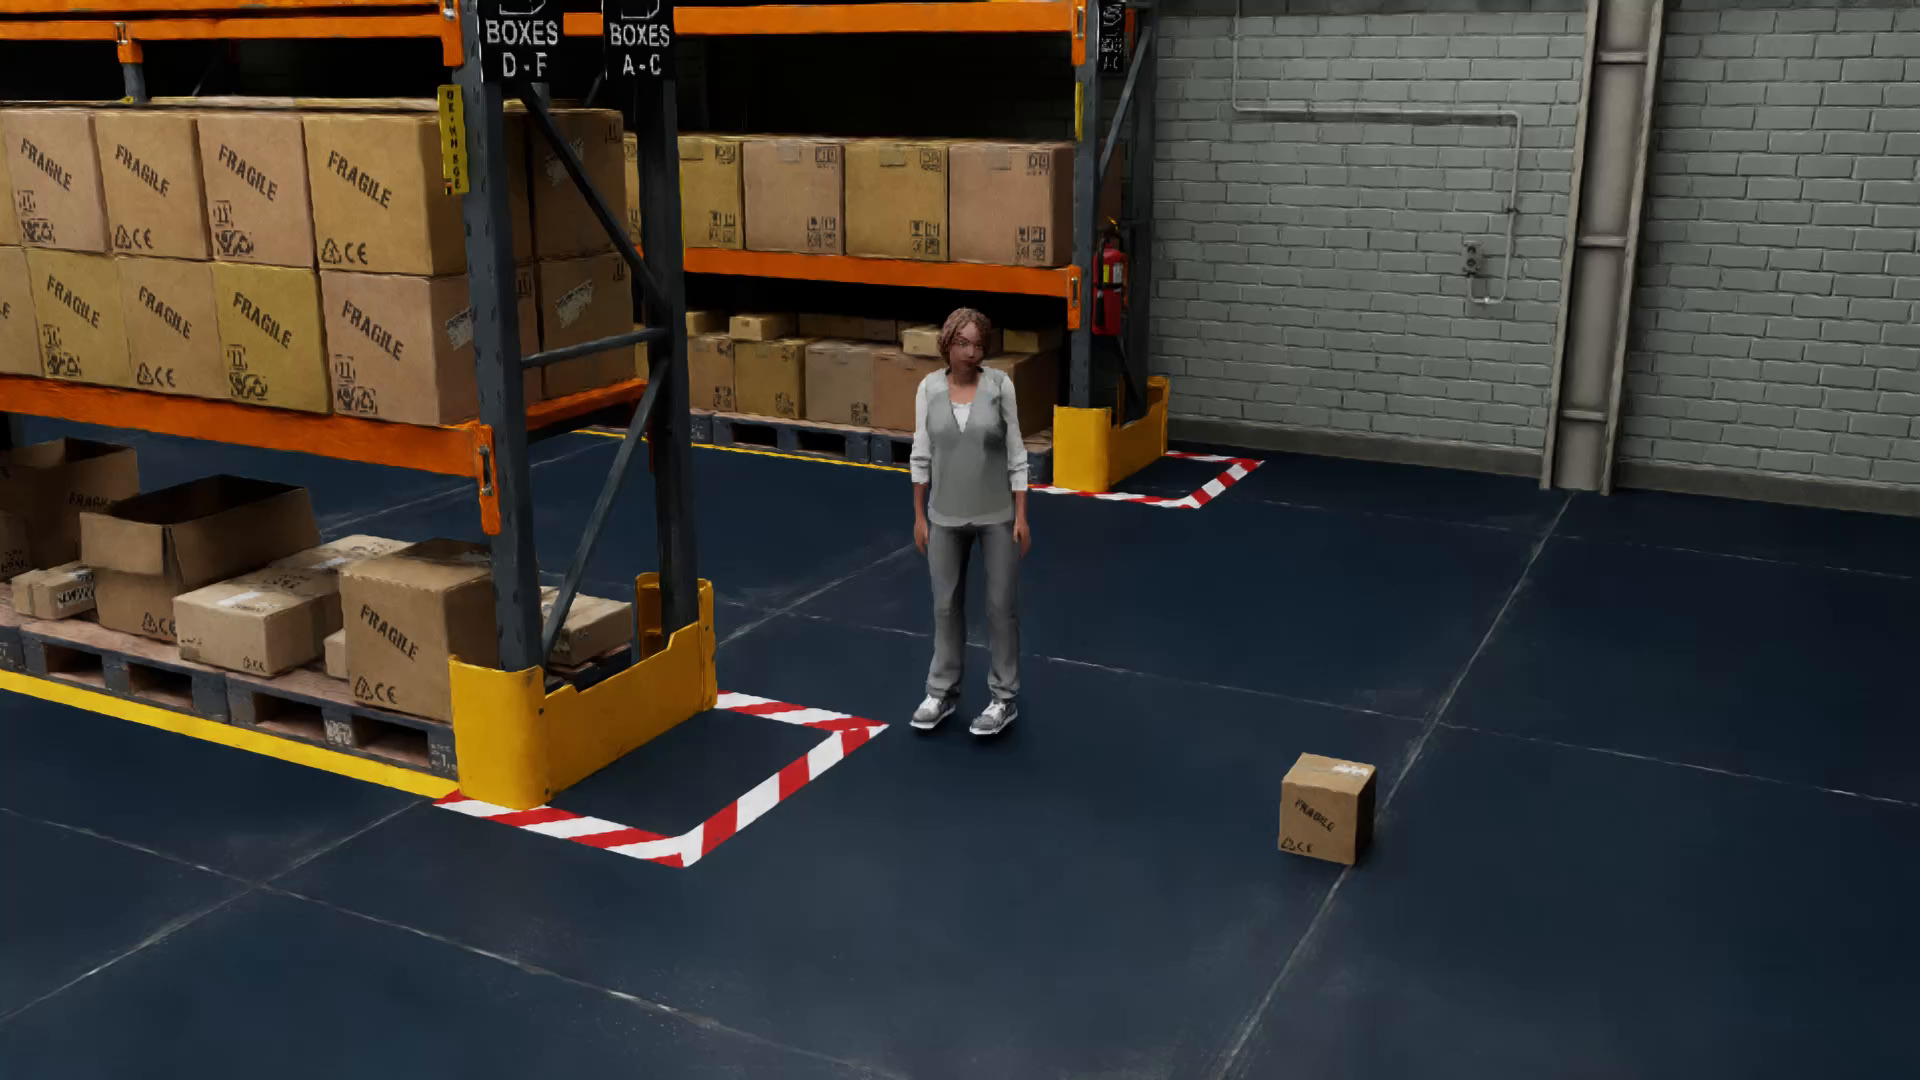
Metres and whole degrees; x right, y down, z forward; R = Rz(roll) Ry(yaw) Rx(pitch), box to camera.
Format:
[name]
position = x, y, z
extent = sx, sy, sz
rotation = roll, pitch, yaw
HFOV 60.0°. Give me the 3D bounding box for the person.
[person]
position = 0.042, -0.063, 6.178
extent = 0.468, 1.605, 0.336
rotation = 3, 16, 10
